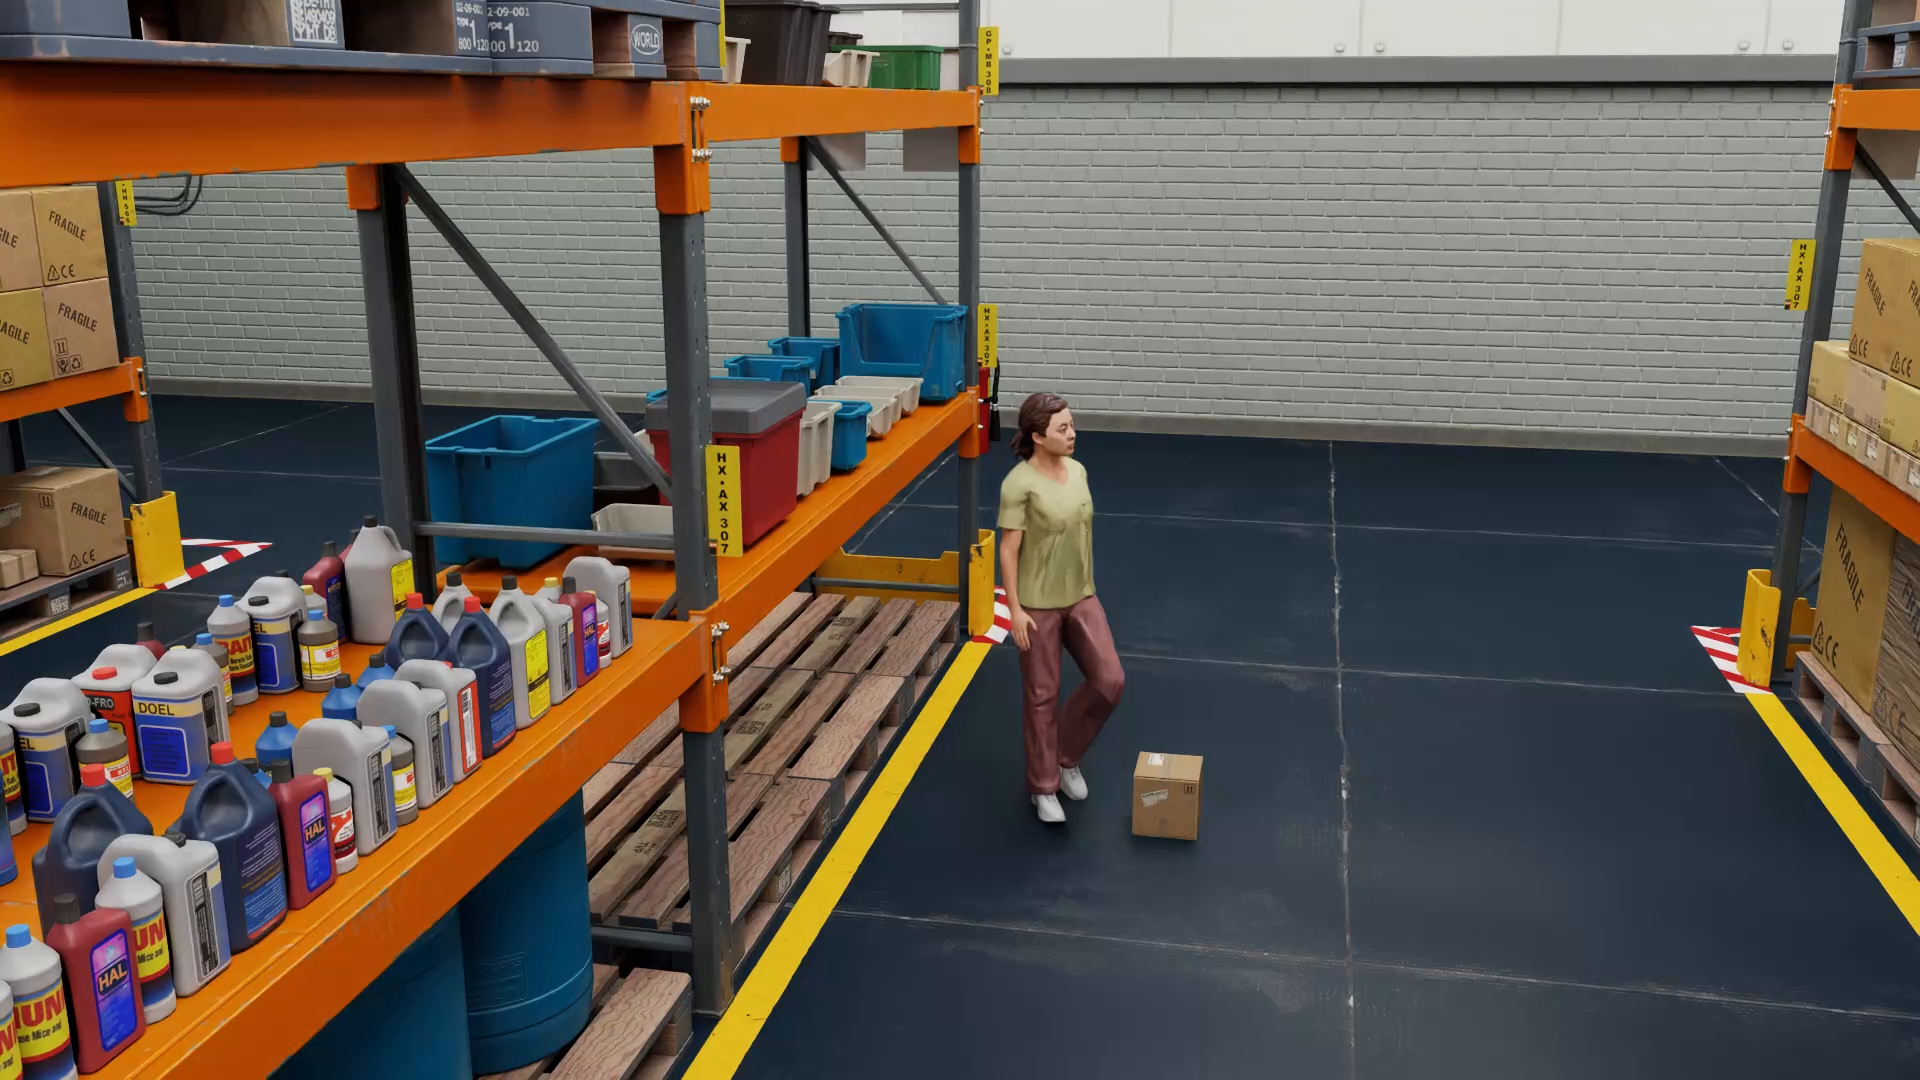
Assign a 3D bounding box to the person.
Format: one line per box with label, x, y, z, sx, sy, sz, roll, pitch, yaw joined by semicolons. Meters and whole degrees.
person;0.355;0.263;6.498;0.522;1.667;0.445;-9;17;-32
